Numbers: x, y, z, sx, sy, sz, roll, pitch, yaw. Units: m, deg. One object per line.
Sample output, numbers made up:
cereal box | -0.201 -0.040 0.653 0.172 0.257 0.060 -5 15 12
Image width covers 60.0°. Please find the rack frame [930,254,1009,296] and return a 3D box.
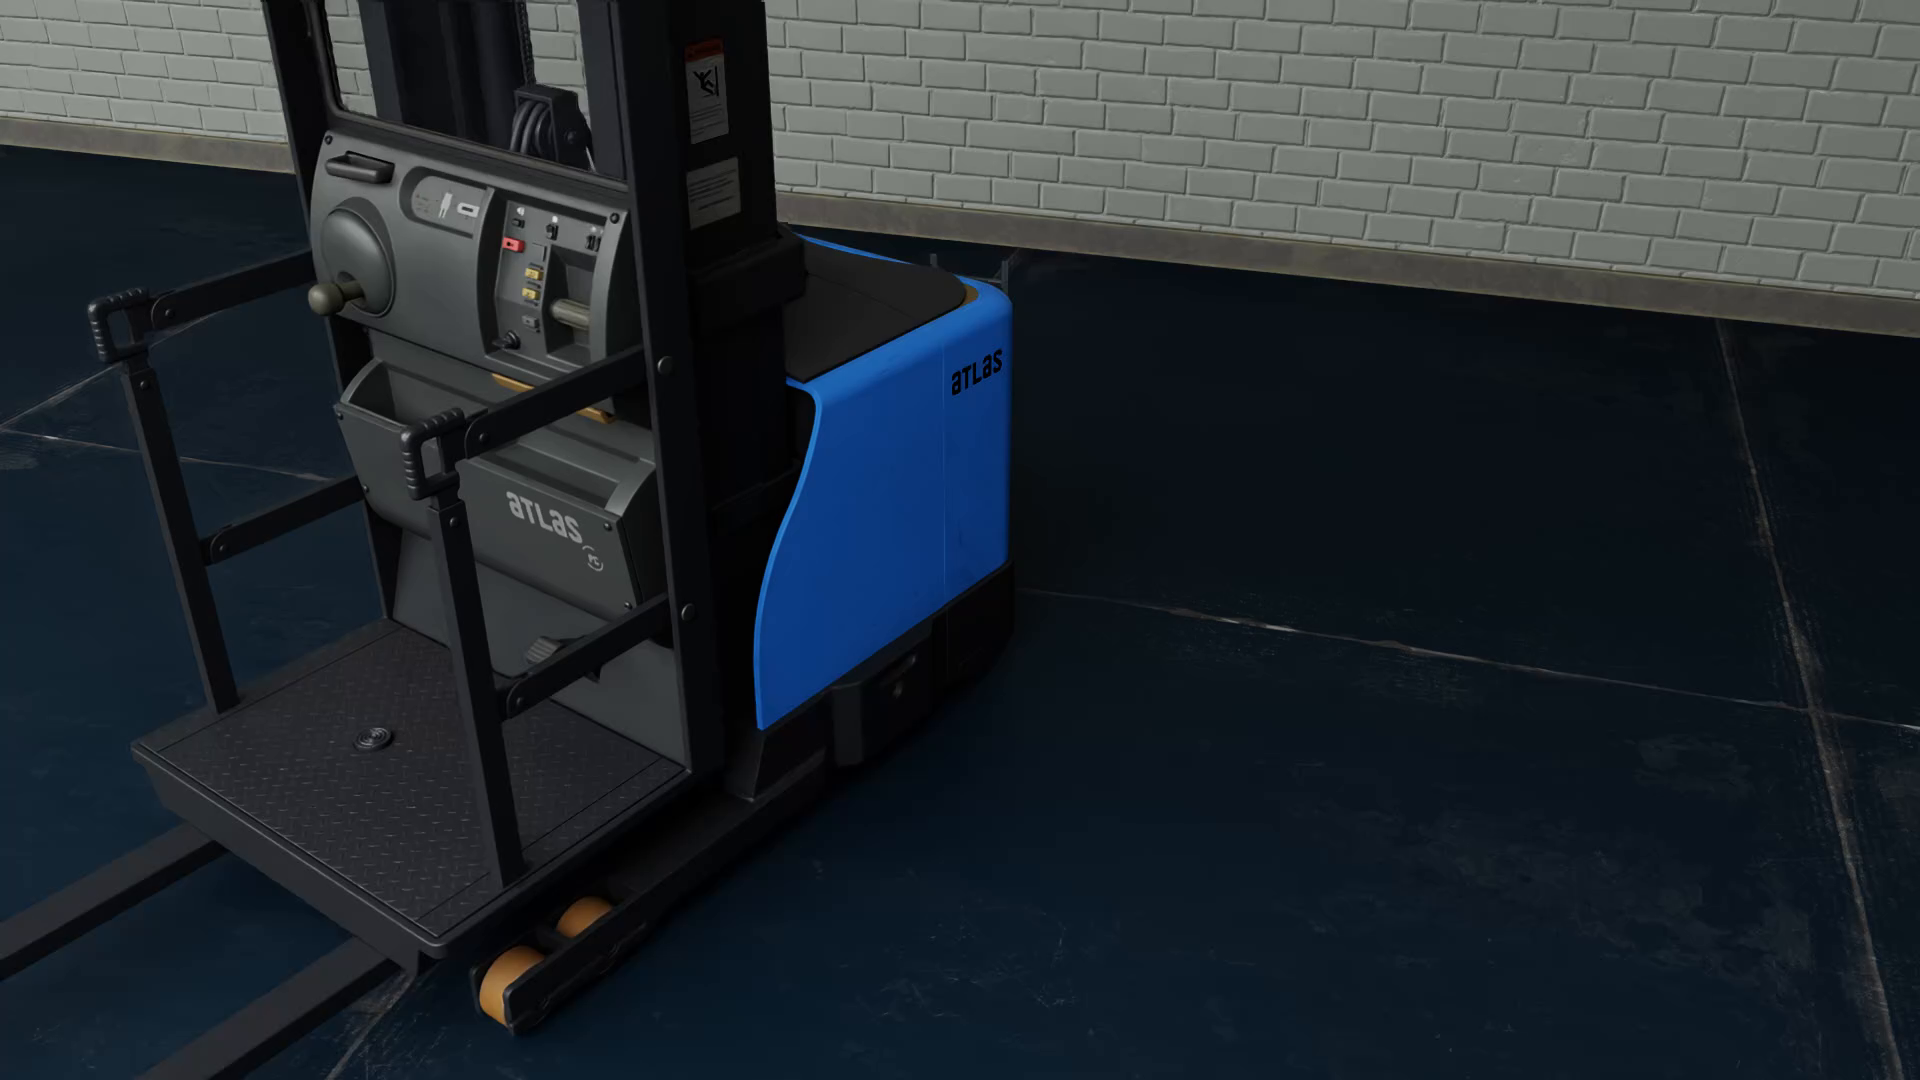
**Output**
rack frame | 0.027 -0.437 5.109 0.240 0.900 0.006 8 30 15

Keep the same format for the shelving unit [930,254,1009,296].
shelving unit | -0.002 -0.389 5.024 0.258 0.900 0.210 8 30 15

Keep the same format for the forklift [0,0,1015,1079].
forklift | -1.134 -0.542 3.209 1.130 2.935 3.031 20 35 31
